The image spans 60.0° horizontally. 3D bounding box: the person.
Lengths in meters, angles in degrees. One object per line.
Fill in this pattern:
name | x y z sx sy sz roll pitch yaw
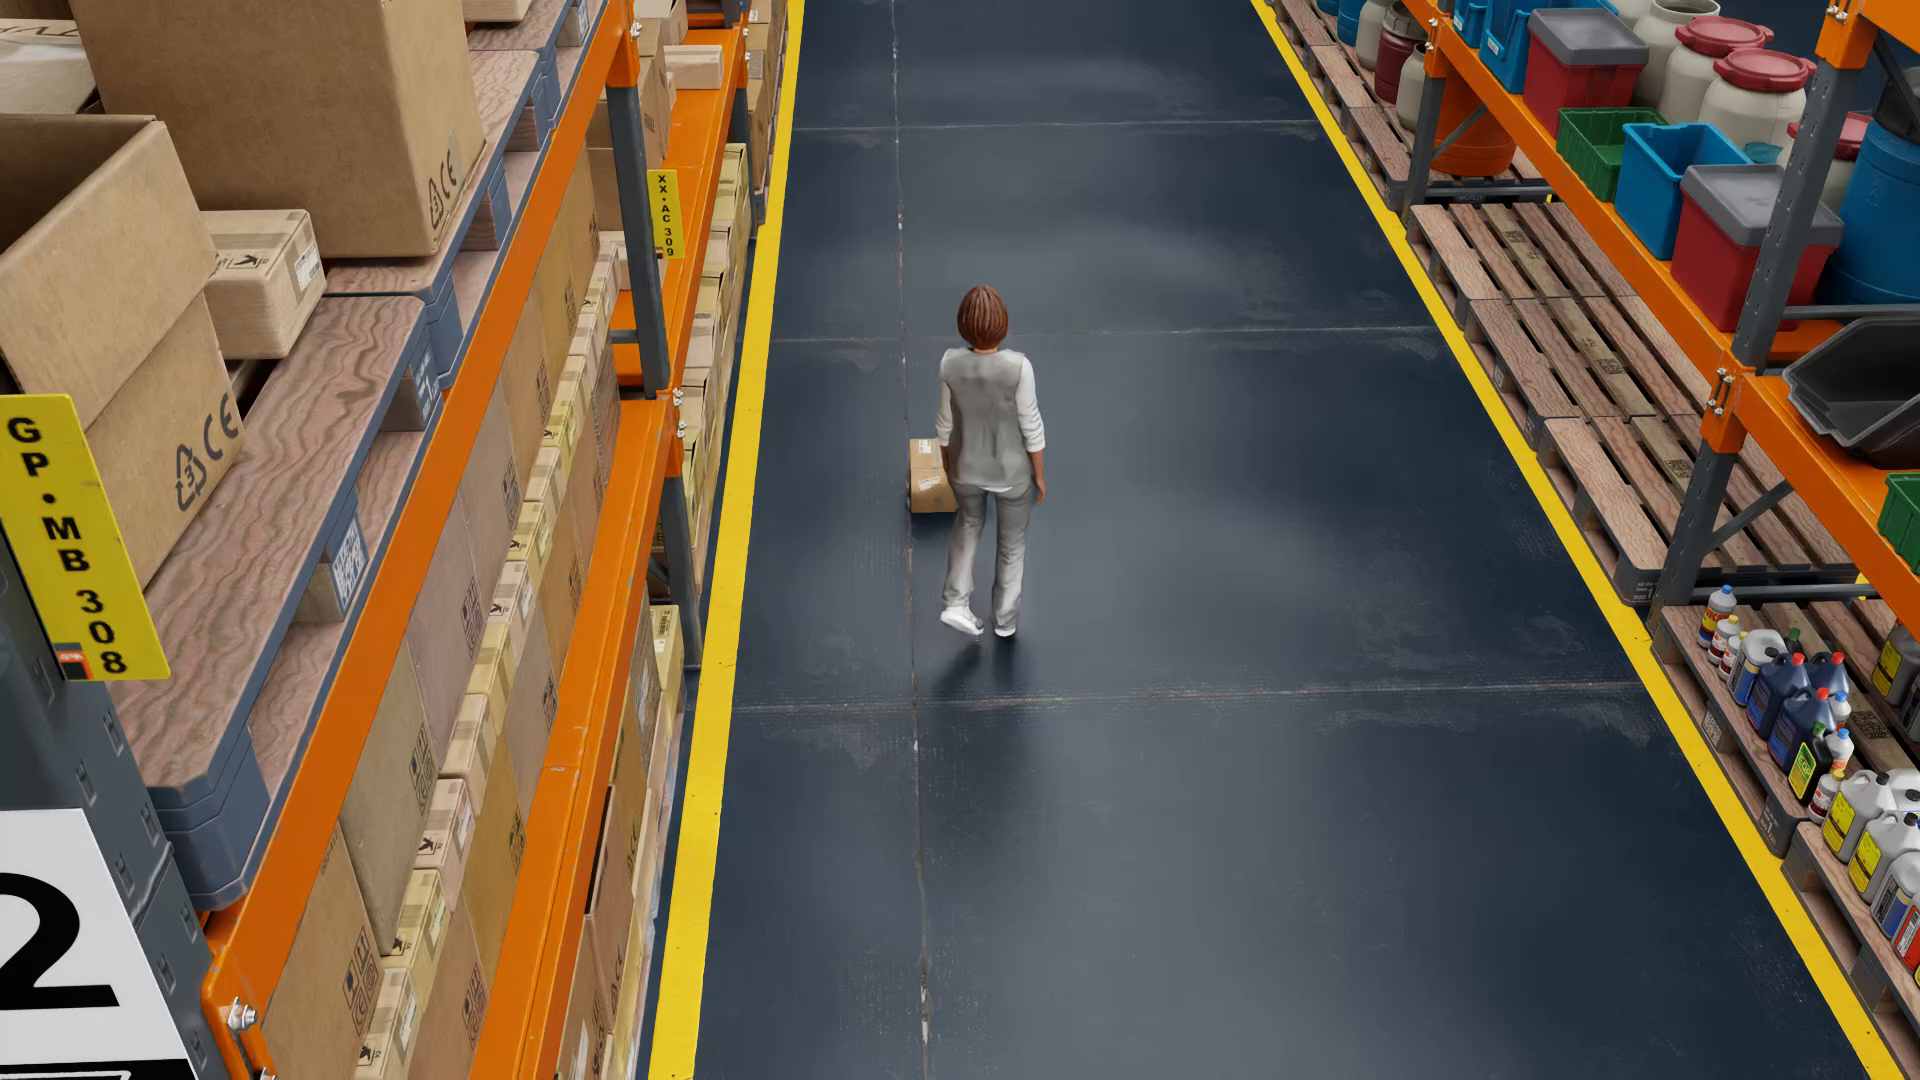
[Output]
person | 0.100 -0.331 6.618 0.435 1.621 0.367 5 36 6
